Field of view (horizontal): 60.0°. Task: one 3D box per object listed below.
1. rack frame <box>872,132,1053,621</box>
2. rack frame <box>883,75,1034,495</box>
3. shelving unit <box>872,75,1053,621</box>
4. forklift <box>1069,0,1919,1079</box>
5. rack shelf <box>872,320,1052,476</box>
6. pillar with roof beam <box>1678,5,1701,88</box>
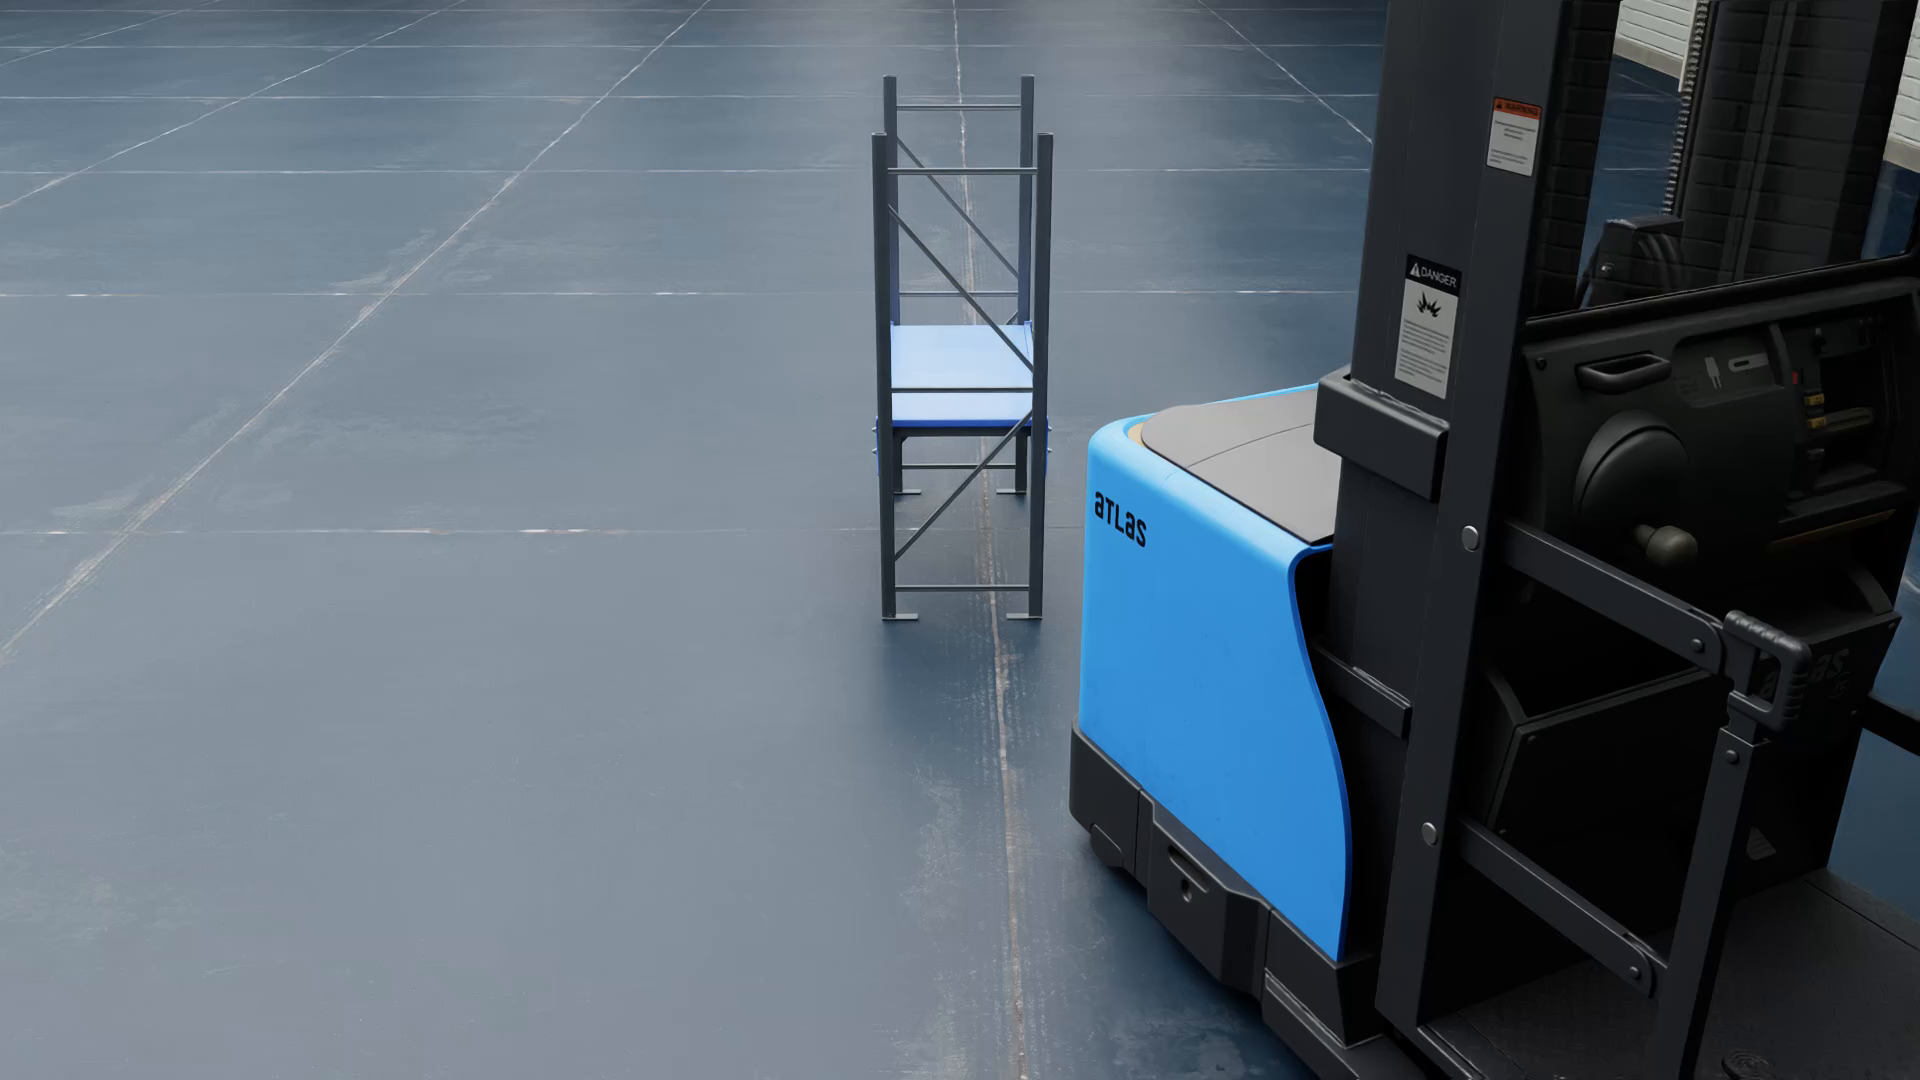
[{"bbox_3d":[0.006,-0.439,4.900,0.500,1.500,0.032,0,24,-1],"label":"rack frame"},{"bbox_3d":[-0.005,-0.858,5.826,0.500,1.500,0.032,0,24,-1],"label":"rack frame"},{"bbox_3d":[0.001,-0.648,5.363,0.538,1.500,1.048,0,24,-1],"label":"shelving unit"},{"bbox_3d":[1.385,-0.167,2.563,1.130,2.935,3.031,-12,27,-24],"label":"forklift"},{"bbox_3d":[0.001,-0.484,5.437,0.538,0.185,1.000,0,24,-1],"label":"rack shelf"},{"bbox_3d":[2.012,-7.858,12.204,9.100,9.000,0.400,0,24,-1],"label":"pillar with roof beam"}]
